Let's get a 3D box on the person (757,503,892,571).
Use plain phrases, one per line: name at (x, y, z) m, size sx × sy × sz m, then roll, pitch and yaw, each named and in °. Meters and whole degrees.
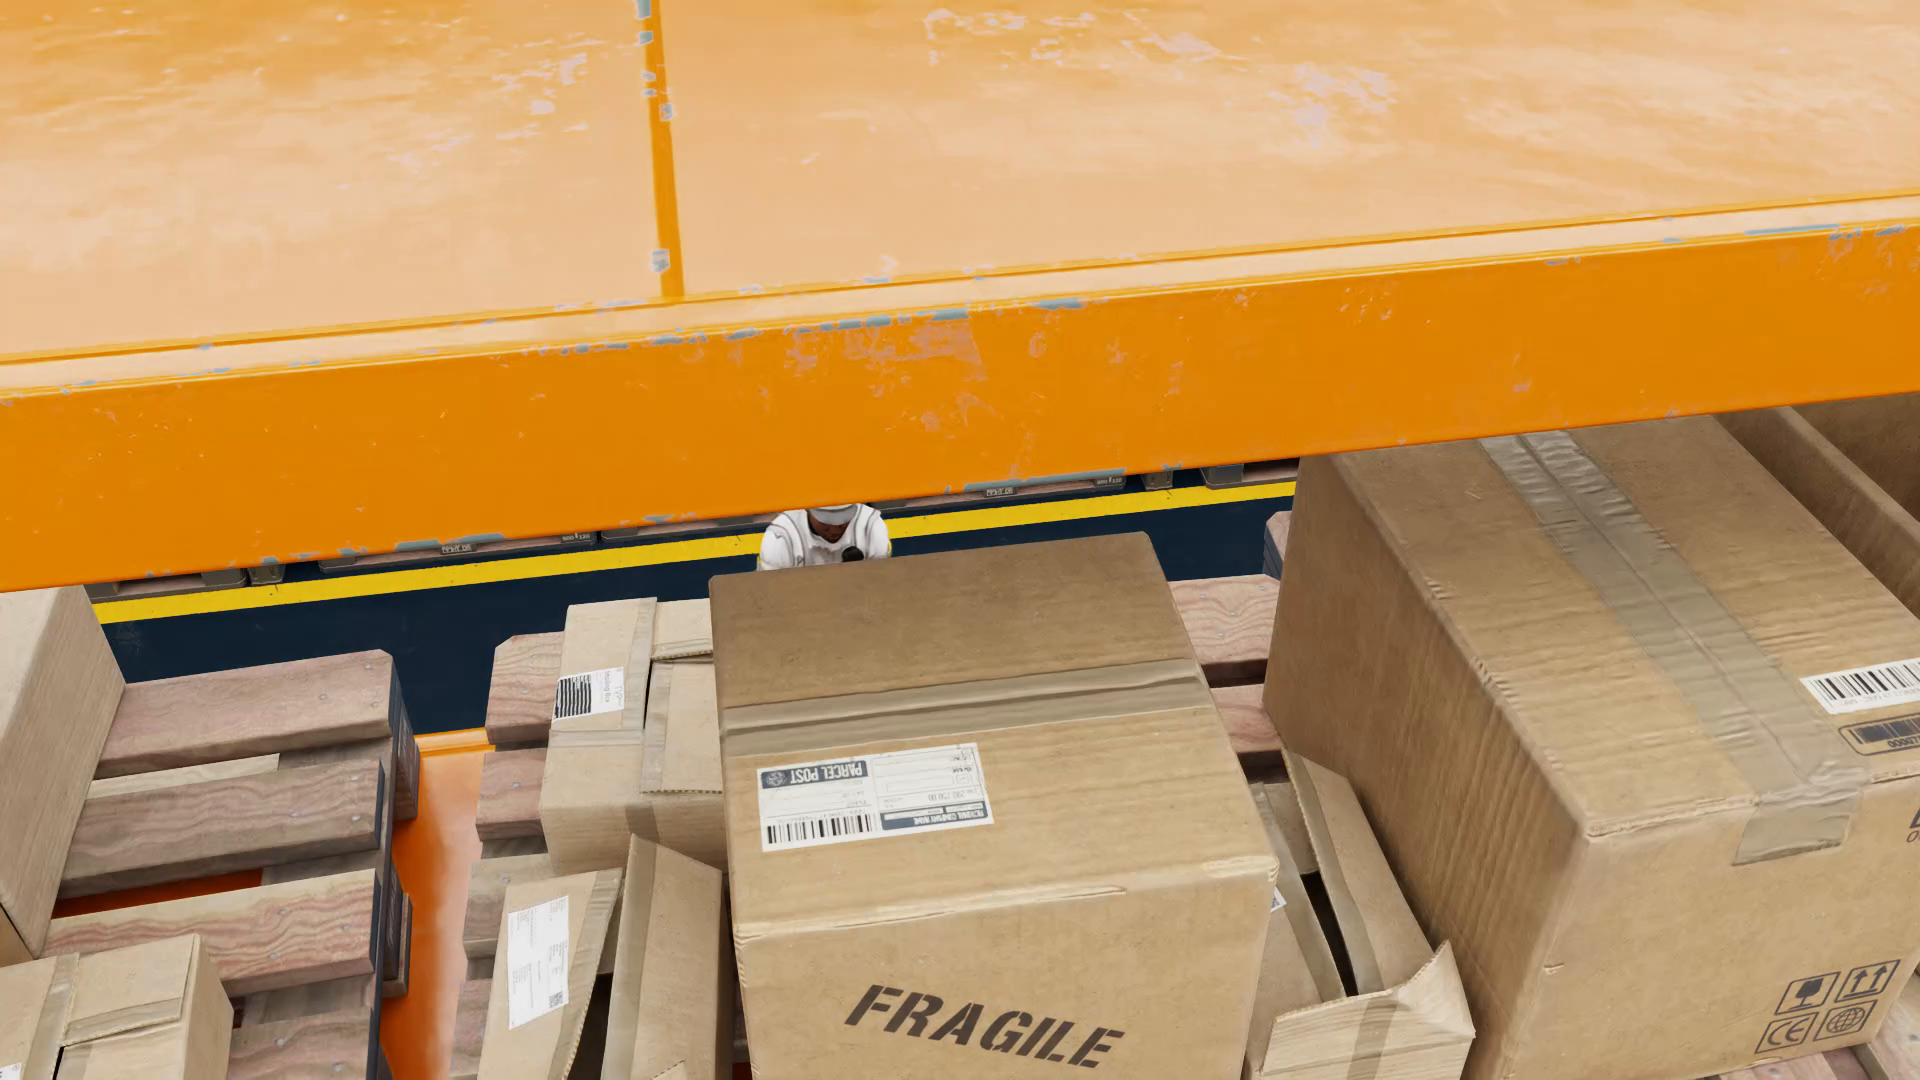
person at (-0.459, 0.381, 5.681) m, size 0.530 × 1.660 × 0.398 m, roll -8°, pitch 40°, yaw -10°
